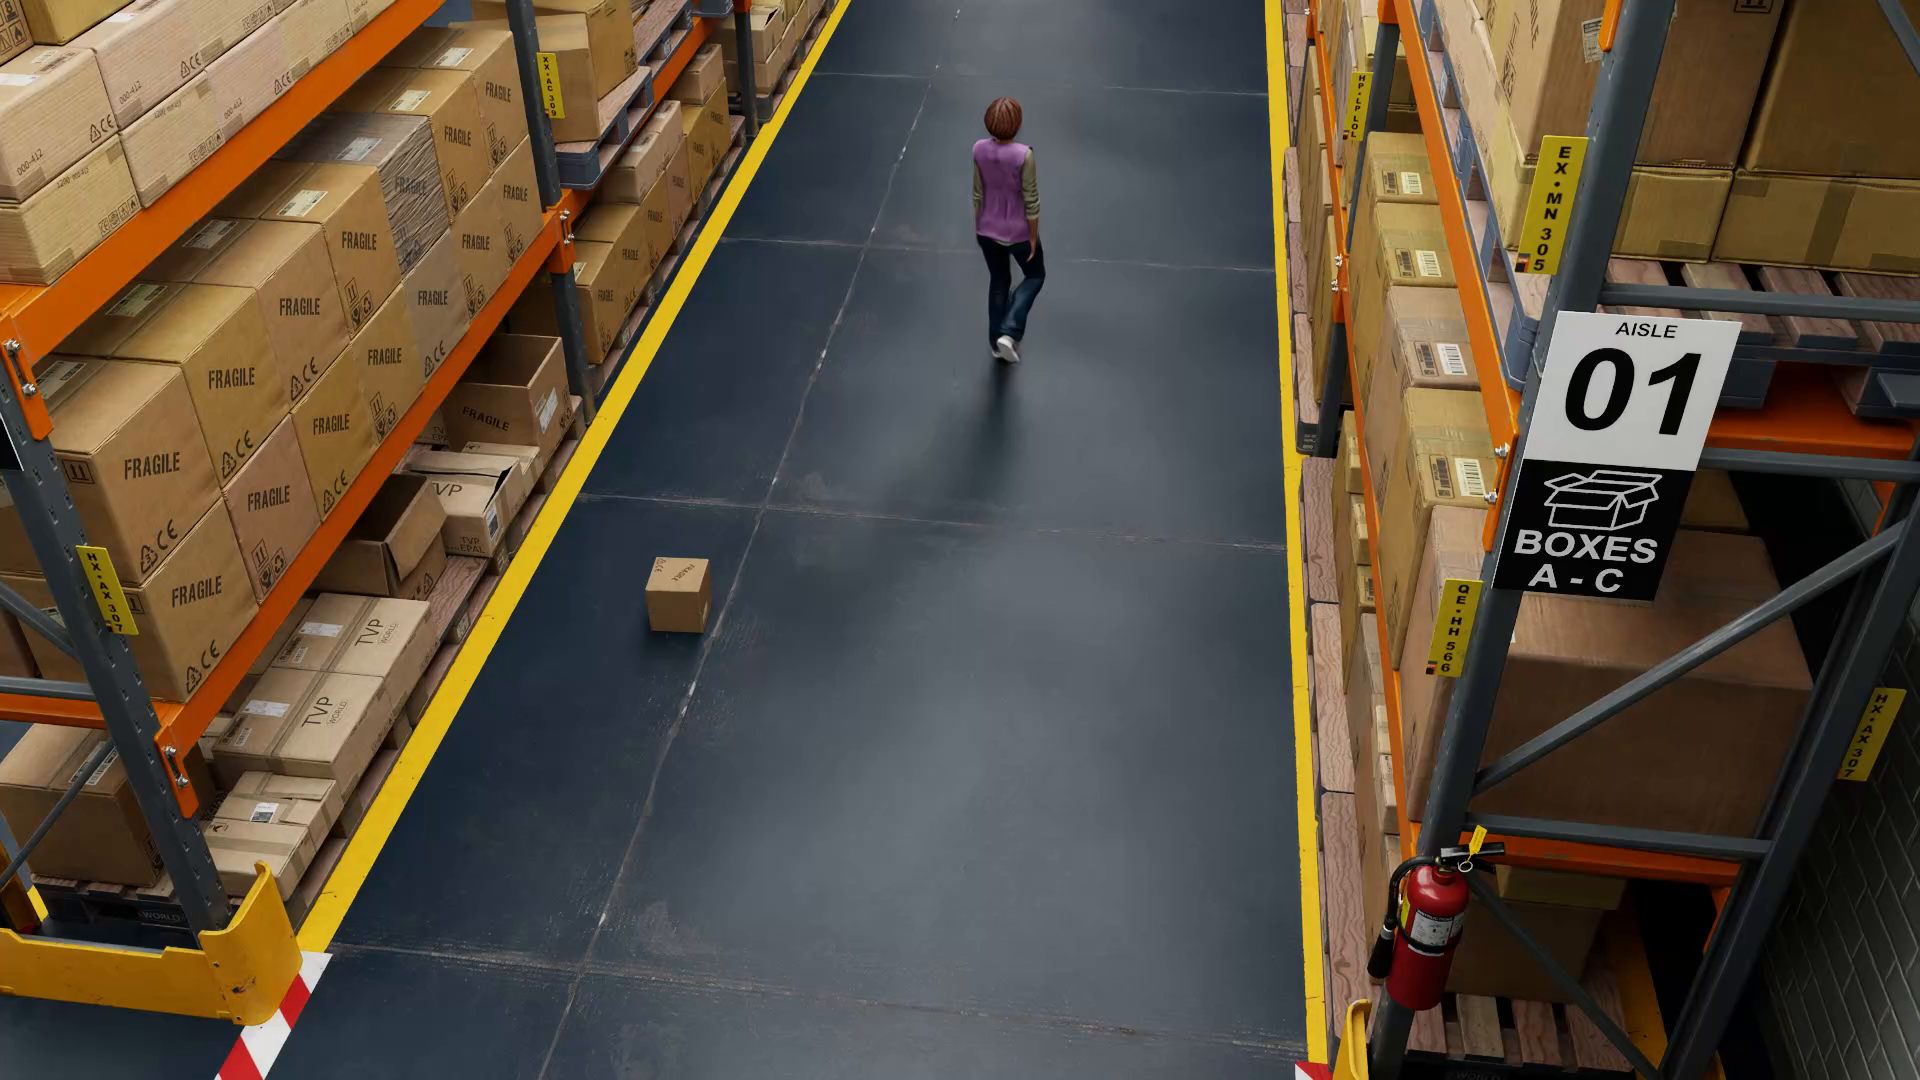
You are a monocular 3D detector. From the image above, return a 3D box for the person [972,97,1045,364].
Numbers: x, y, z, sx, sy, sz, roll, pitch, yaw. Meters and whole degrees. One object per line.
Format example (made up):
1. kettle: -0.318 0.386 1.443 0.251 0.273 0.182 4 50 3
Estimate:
1. person: 0.252 -1.705 9.301 0.414 1.588 0.473 15 39 20
